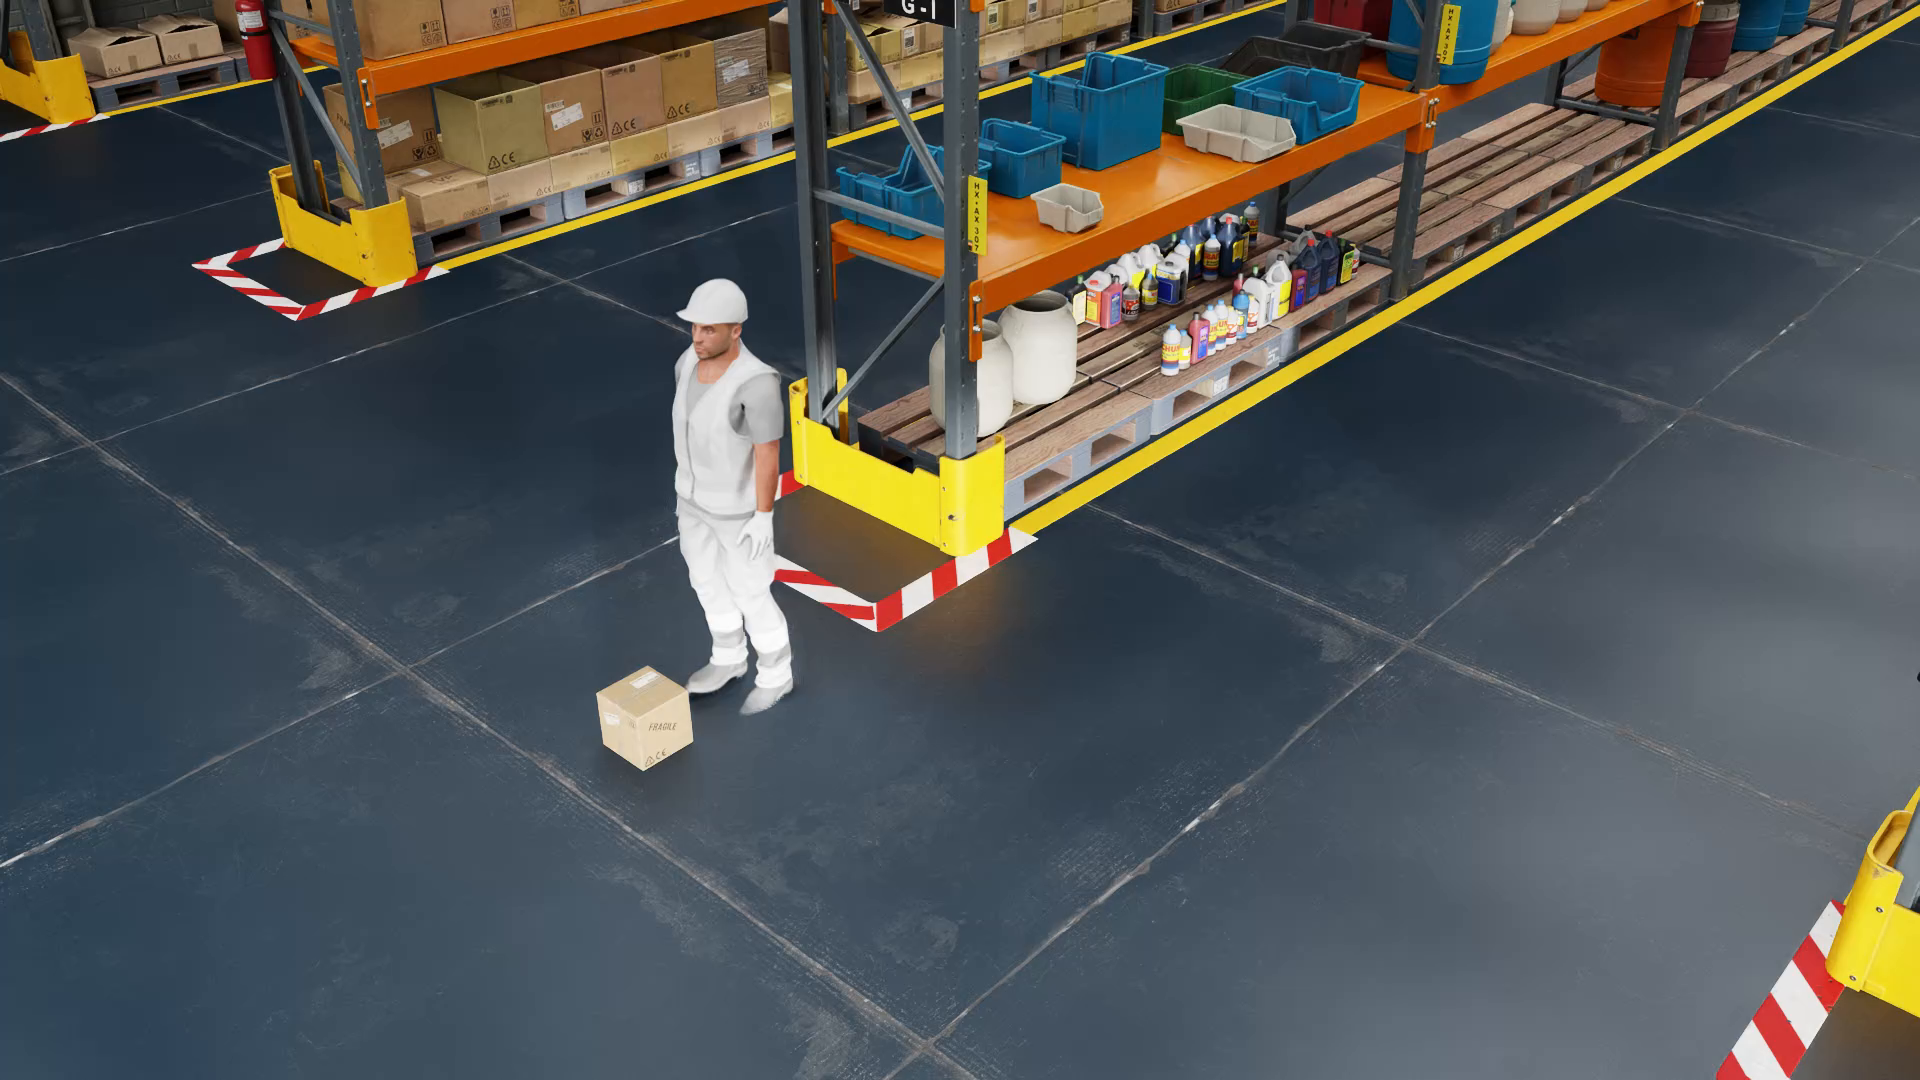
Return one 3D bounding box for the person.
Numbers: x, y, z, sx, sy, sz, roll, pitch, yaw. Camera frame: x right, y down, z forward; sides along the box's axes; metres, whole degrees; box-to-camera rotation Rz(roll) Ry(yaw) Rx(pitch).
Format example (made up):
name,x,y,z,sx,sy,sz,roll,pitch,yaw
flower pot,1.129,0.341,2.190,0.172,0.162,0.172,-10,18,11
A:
name,x,y,z,sx,sy,sz,roll,pitch,yaw
person,-0.894,-0.131,6.366,0.524,1.825,0.349,26,40,36
